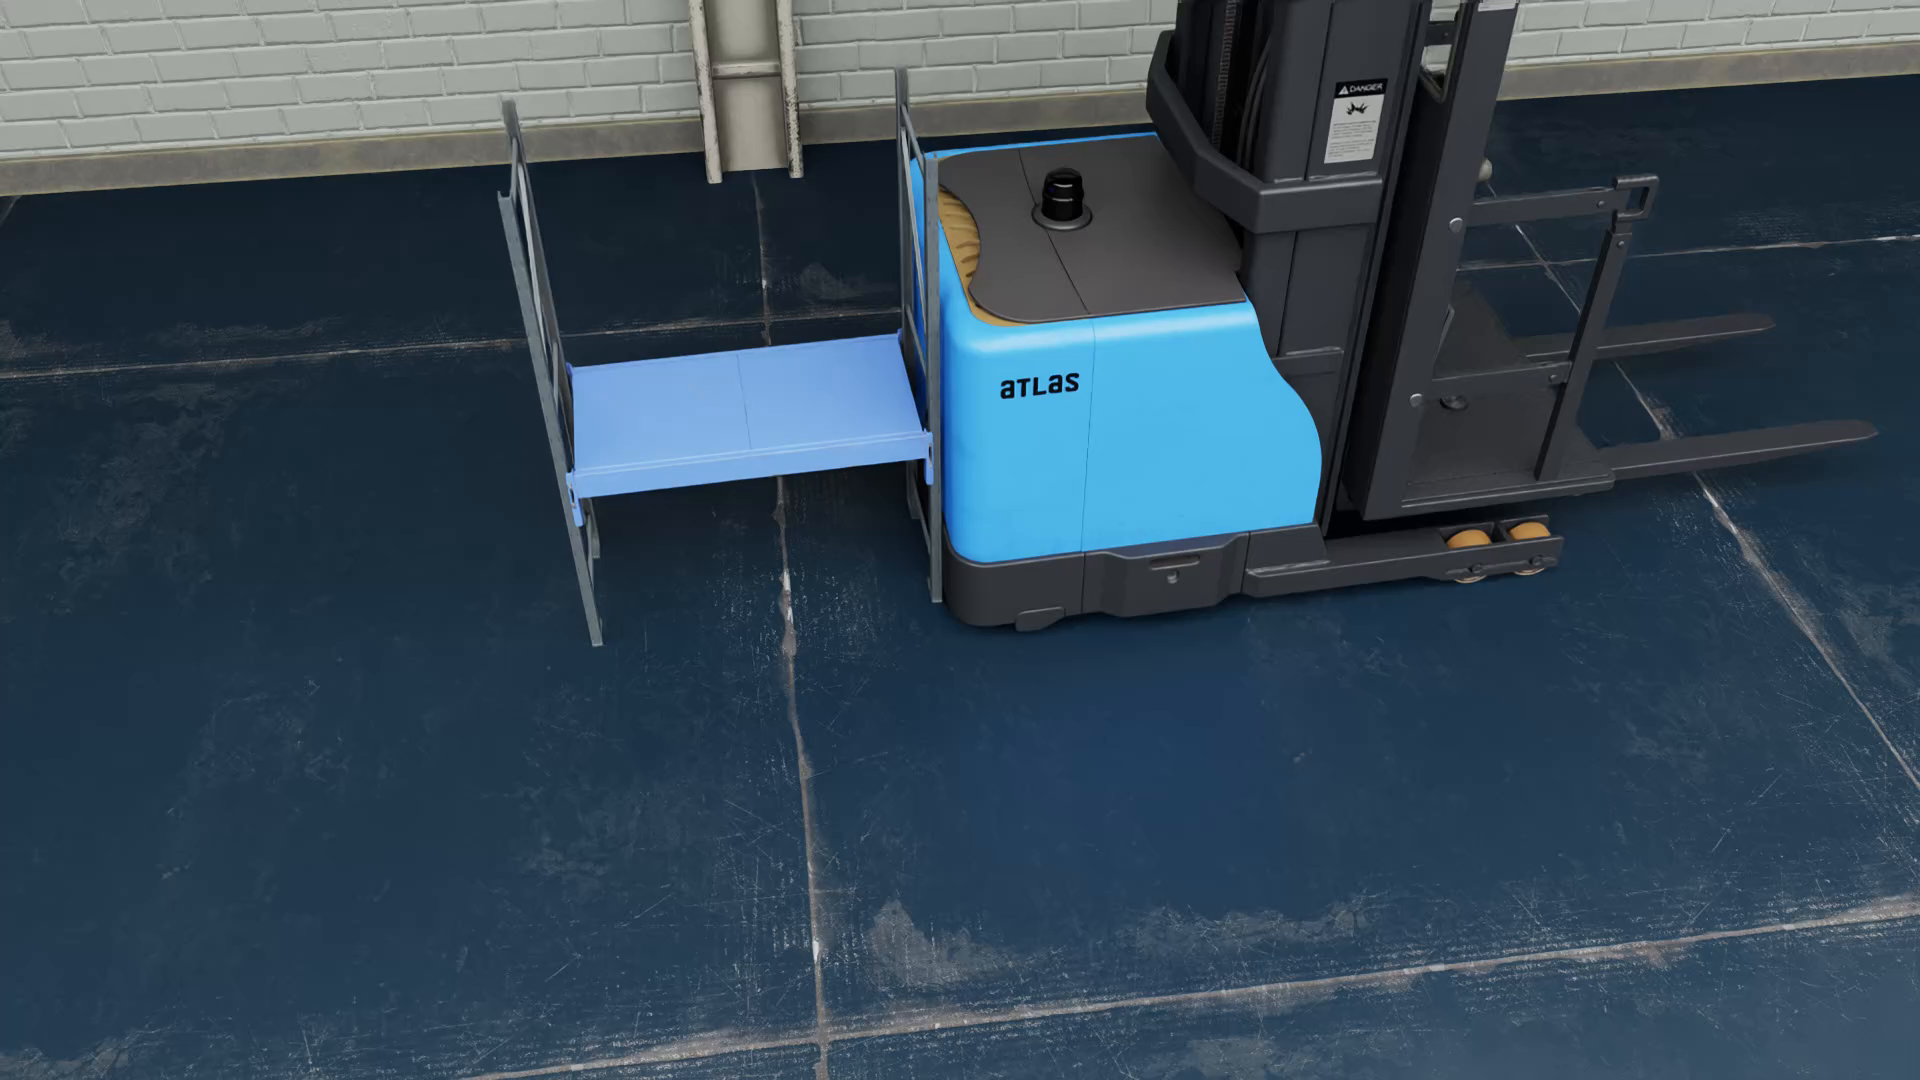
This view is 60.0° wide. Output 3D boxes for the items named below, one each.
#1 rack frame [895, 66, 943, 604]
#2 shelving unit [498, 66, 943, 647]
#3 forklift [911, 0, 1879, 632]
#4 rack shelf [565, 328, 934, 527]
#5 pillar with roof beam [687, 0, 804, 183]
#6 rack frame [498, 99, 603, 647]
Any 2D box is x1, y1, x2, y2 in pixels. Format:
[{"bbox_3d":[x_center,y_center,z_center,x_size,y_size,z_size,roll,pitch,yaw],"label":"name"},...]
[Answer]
[{"bbox_3d":[-0.113,-0.530,4.718,0.032,1.500,0.500,-7,43,-8],"label":"rack frame"},{"bbox_3d":[-0.613,-0.469,4.650,1.048,1.500,0.538,-7,43,-8],"label":"shelving unit"},{"bbox_3d":[1.379,-1.299,4.502,3.031,2.935,1.130,-7,43,-8],"label":"forklift"},{"bbox_3d":[-0.613,-0.335,4.770,1.000,0.185,0.538,-7,43,-8],"label":"rack shelf"},{"bbox_3d":[-0.309,-2.079,0.836,0.400,9.000,9.100,-5,42,-6],"label":"pillar with roof beam"},{"bbox_3d":[-1.113,-0.407,4.581,0.032,1.500,0.500,-7,43,-8],"label":"rack frame"}]
